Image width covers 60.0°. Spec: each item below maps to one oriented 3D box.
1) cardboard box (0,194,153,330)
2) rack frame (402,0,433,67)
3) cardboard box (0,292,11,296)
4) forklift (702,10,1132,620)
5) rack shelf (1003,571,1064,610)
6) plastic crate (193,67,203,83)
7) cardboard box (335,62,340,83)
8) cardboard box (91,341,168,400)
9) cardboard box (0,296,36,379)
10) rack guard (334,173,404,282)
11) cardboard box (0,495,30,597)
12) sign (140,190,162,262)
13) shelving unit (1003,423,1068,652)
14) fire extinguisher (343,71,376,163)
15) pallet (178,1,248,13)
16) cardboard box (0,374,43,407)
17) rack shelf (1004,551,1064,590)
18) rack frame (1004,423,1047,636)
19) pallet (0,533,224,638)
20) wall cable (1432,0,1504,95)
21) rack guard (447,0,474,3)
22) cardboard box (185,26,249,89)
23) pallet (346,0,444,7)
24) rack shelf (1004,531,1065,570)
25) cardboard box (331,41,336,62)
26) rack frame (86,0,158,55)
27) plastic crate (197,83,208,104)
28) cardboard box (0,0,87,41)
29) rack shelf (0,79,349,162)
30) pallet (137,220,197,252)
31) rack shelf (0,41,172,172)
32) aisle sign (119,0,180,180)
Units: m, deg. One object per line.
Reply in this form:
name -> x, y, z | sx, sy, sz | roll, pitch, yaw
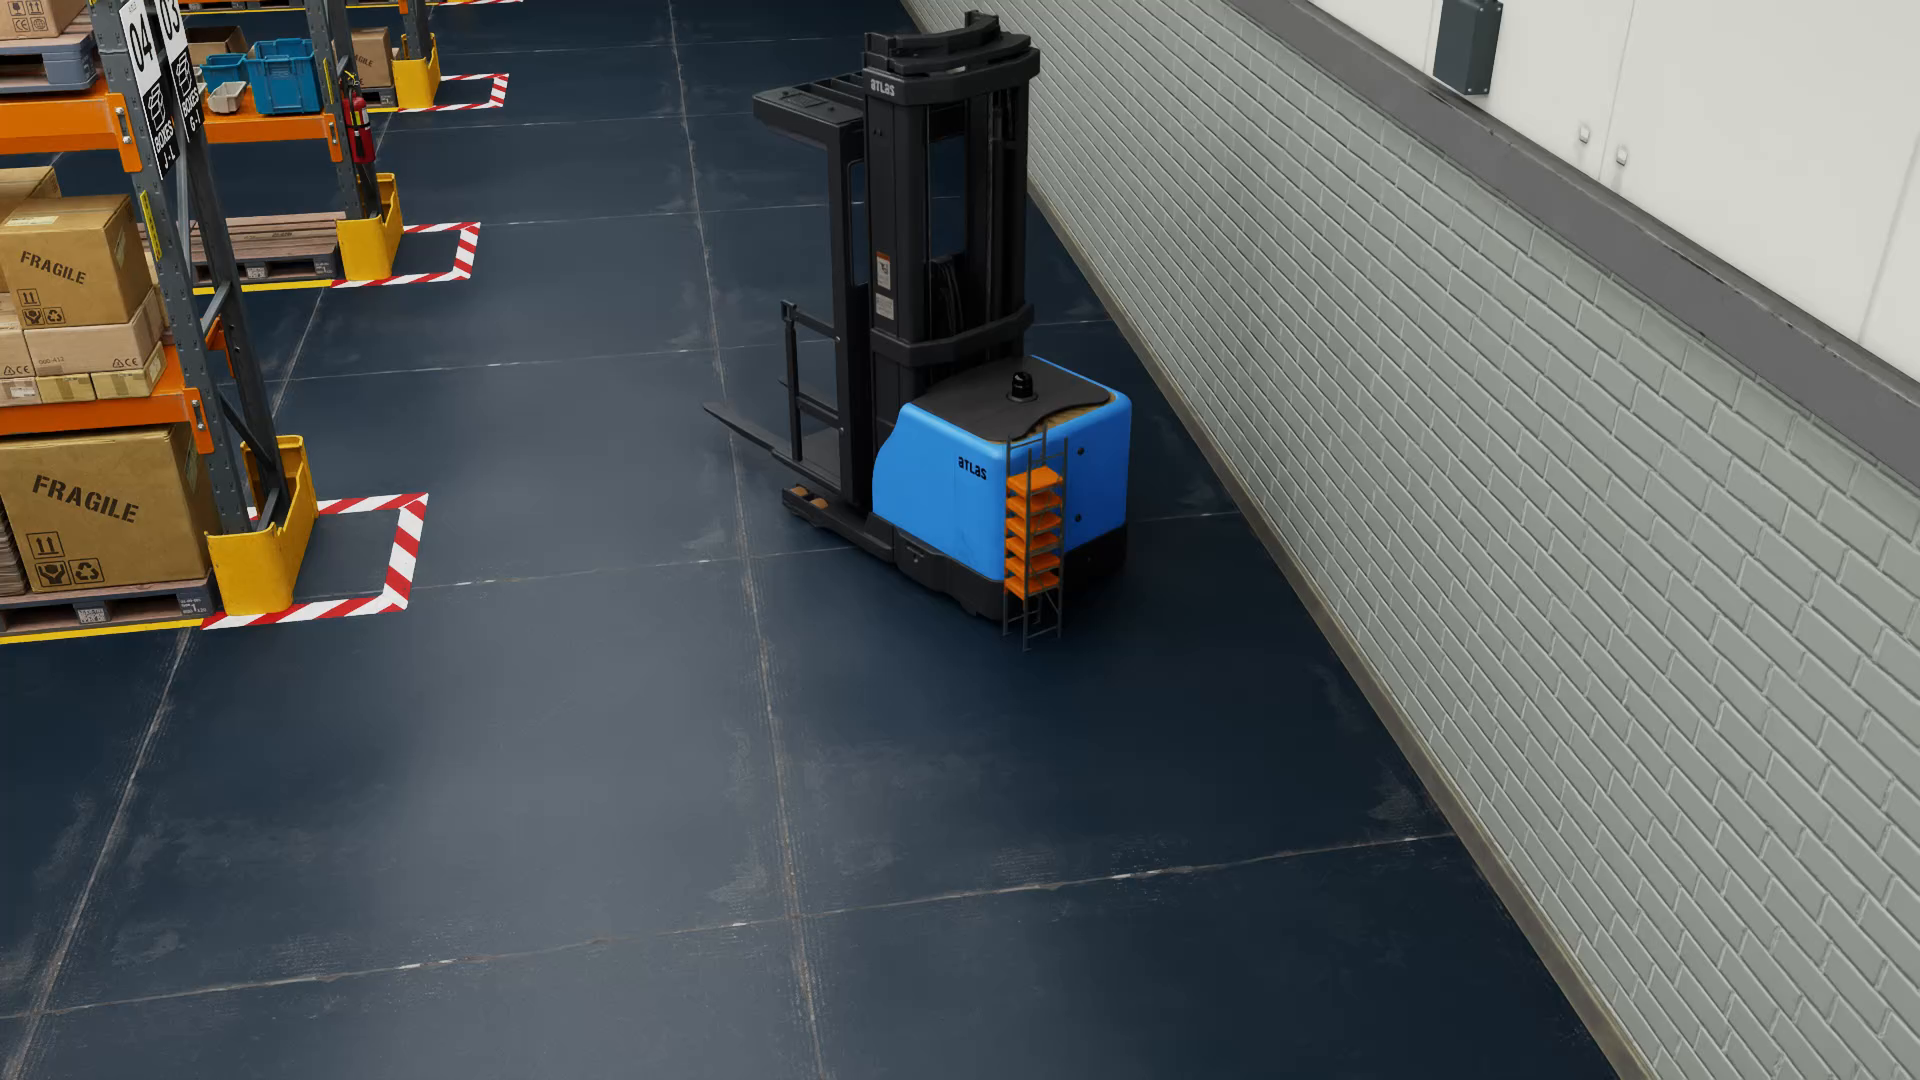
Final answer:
cardboard box -> -4.394, -1.388, 8.266 | 0.500, 0.500, 0.500 | -5, 31, -8
rack frame -> -5.743, -6.116, 17.193 | 0.127, 3.000, 1.000 | -5, 31, -9
cardboard box -> -4.993, -1.281, 8.823 | 0.500, 0.250, 0.500 | -6, 31, -10
forklift -> -0.418, -1.497, 9.405 | 1.130, 2.935, 3.031 | -25, 38, -35
rack shelf -> 0.385, 0.245, 8.710 | 0.258, 0.103, 0.180 | -18, 35, -28
plastic crate -> -6.154, -3.650, 13.200 | 0.298, 0.136, 0.250 | -5, 31, -9
cardboard box -> -6.648, -4.920, 17.520 | 0.250, 0.166, 0.380 | -5, 31, -9
cardboard box -> -4.253, -0.872, 8.522 | 0.250, 0.149, 0.380 | -5, 31, -8
cardboard box -> -4.890, -1.018, 8.377 | 0.500, 0.250, 0.500 | -6, 31, -10
rack guard -> -4.833, -2.578, 13.640 | 0.348, 0.500, 1.175 | -5, 31, -9
cardboard box -> -5.473, -0.261, 8.916 | 0.875, 0.875, 0.875 | -5, 31, -9
sign -> -3.878, -1.506, 7.977 | 0.005, 0.325, 0.100 | -5, 31, -9
shelving unit -> 0.385, 0.000, 8.566 | 0.258, 1.200, 0.189 | -18, 35, -28
fire extinguisher -> -4.624, -3.240, 12.744 | 0.183, 0.674, 0.296 | -5, 31, -9
pallet -> -9.811, -7.049, 21.530 | 1.213, 0.211, 1.003 | -5, 31, -9
cardboard box -> -4.757, -0.825, 8.442 | 0.250, 0.149, 0.380 | -5, 31, -9
rack shelf -> 0.385, 0.142, 8.649 | 0.258, 0.103, 0.180 | -18, 35, -28
rack frame -> 0.335, -0.039, 8.632 | 0.240, 1.200, 0.006 | -18, 35, -28
pallet -> -4.735, 0.137, 9.309 | 1.213, 0.211, 1.003 | -5, 31, -9
wall cable -> 2.220, -3.948, 4.412 | 0.120, 5.999, 2.277 | -5, 31, -9
rack guard -> -6.615, -7.511, 22.030 | 0.348, 0.500, 1.175 | -5, 31, -9
cardboard box -> -7.831, -5.039, 17.389 | 0.637, 0.503, 0.797 | -5, 31, -9
pallet -> -7.411, -7.272, 21.909 | 1.213, 0.211, 1.003 | -5, 31, -9
rack shelf -> 0.385, 0.038, 8.588 | 0.258, 0.103, 0.180 | -18, 35, -28
cardboard box -> -6.821, -5.167, 17.857 | 0.500, 0.250, 0.500 | -5, 31, -9
rack frame -> -3.962, -3.763, 7.272 | 0.127, 3.000, 1.000 | -5, 31, -9
plastic crate -> -5.912, -3.375, 12.731 | 0.243, 0.136, 0.396 | -5, 31, -9
cardboard box -> -4.464, -2.663, 7.749 | 0.500, 0.500, 0.700 | -7, 31, -12
rack shelf -> -6.822, -3.154, 12.864 | 4.000, 0.370, 1.077 | -5, 31, -9
pallet -> -6.870, -2.279, 13.417 | 1.213, 0.211, 1.003 | -5, 31, -9
rack shelf -> -5.930, -1.977, 7.904 | 4.000, 0.370, 1.077 | -5, 31, -9
aisle sign -> -3.838, -2.155, 7.890 | 0.004, 0.787, 0.394 | -5, 31, -9
